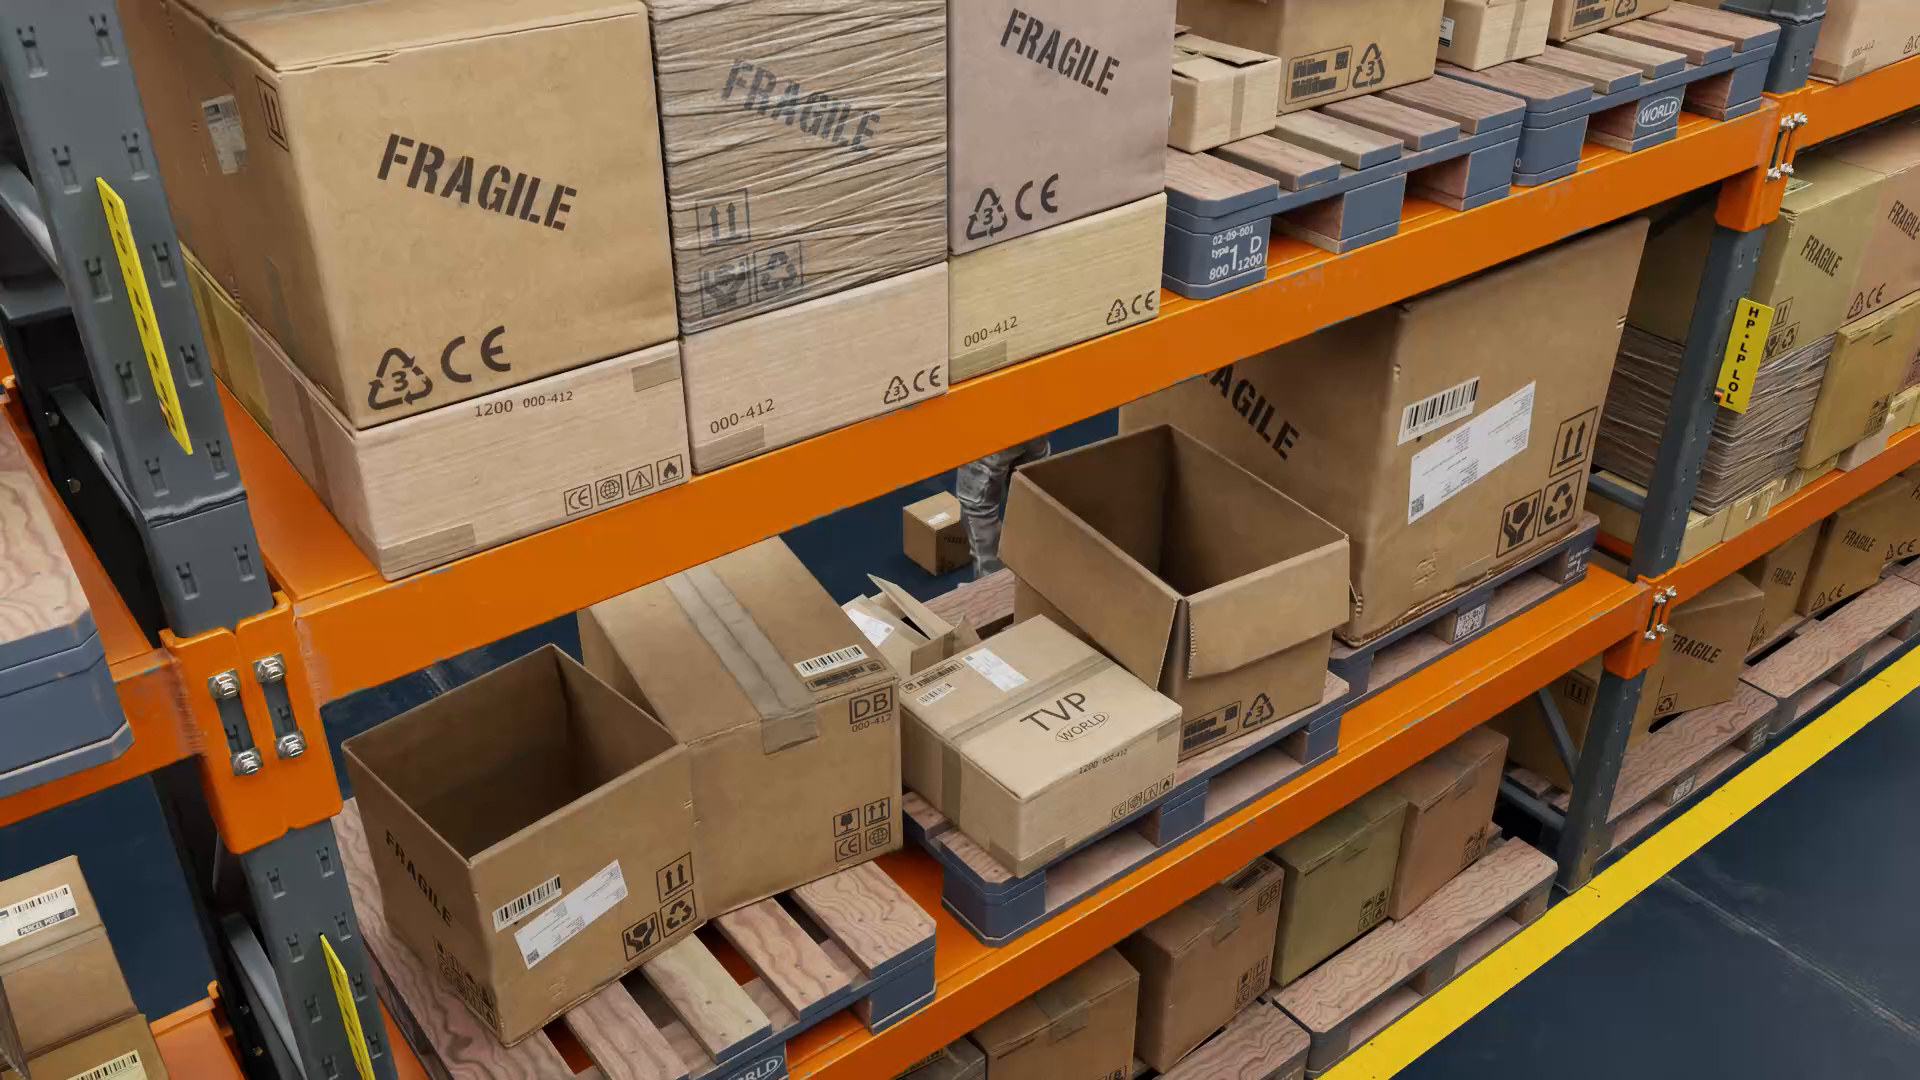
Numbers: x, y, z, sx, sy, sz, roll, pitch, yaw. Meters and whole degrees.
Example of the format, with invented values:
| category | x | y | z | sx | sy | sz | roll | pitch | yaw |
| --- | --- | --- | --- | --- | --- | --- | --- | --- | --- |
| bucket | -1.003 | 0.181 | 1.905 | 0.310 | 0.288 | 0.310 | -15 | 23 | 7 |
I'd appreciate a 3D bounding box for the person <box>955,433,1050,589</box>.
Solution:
| category | x | y | z | sx | sy | sz | roll | pitch | yaw |
| --- | --- | --- | --- | --- | --- | --- | --- | --- | --- |
| person | 0.182 | -0.477 | 6.893 | 0.551 | 1.772 | 0.370 | -21 | 38 | -30 |
